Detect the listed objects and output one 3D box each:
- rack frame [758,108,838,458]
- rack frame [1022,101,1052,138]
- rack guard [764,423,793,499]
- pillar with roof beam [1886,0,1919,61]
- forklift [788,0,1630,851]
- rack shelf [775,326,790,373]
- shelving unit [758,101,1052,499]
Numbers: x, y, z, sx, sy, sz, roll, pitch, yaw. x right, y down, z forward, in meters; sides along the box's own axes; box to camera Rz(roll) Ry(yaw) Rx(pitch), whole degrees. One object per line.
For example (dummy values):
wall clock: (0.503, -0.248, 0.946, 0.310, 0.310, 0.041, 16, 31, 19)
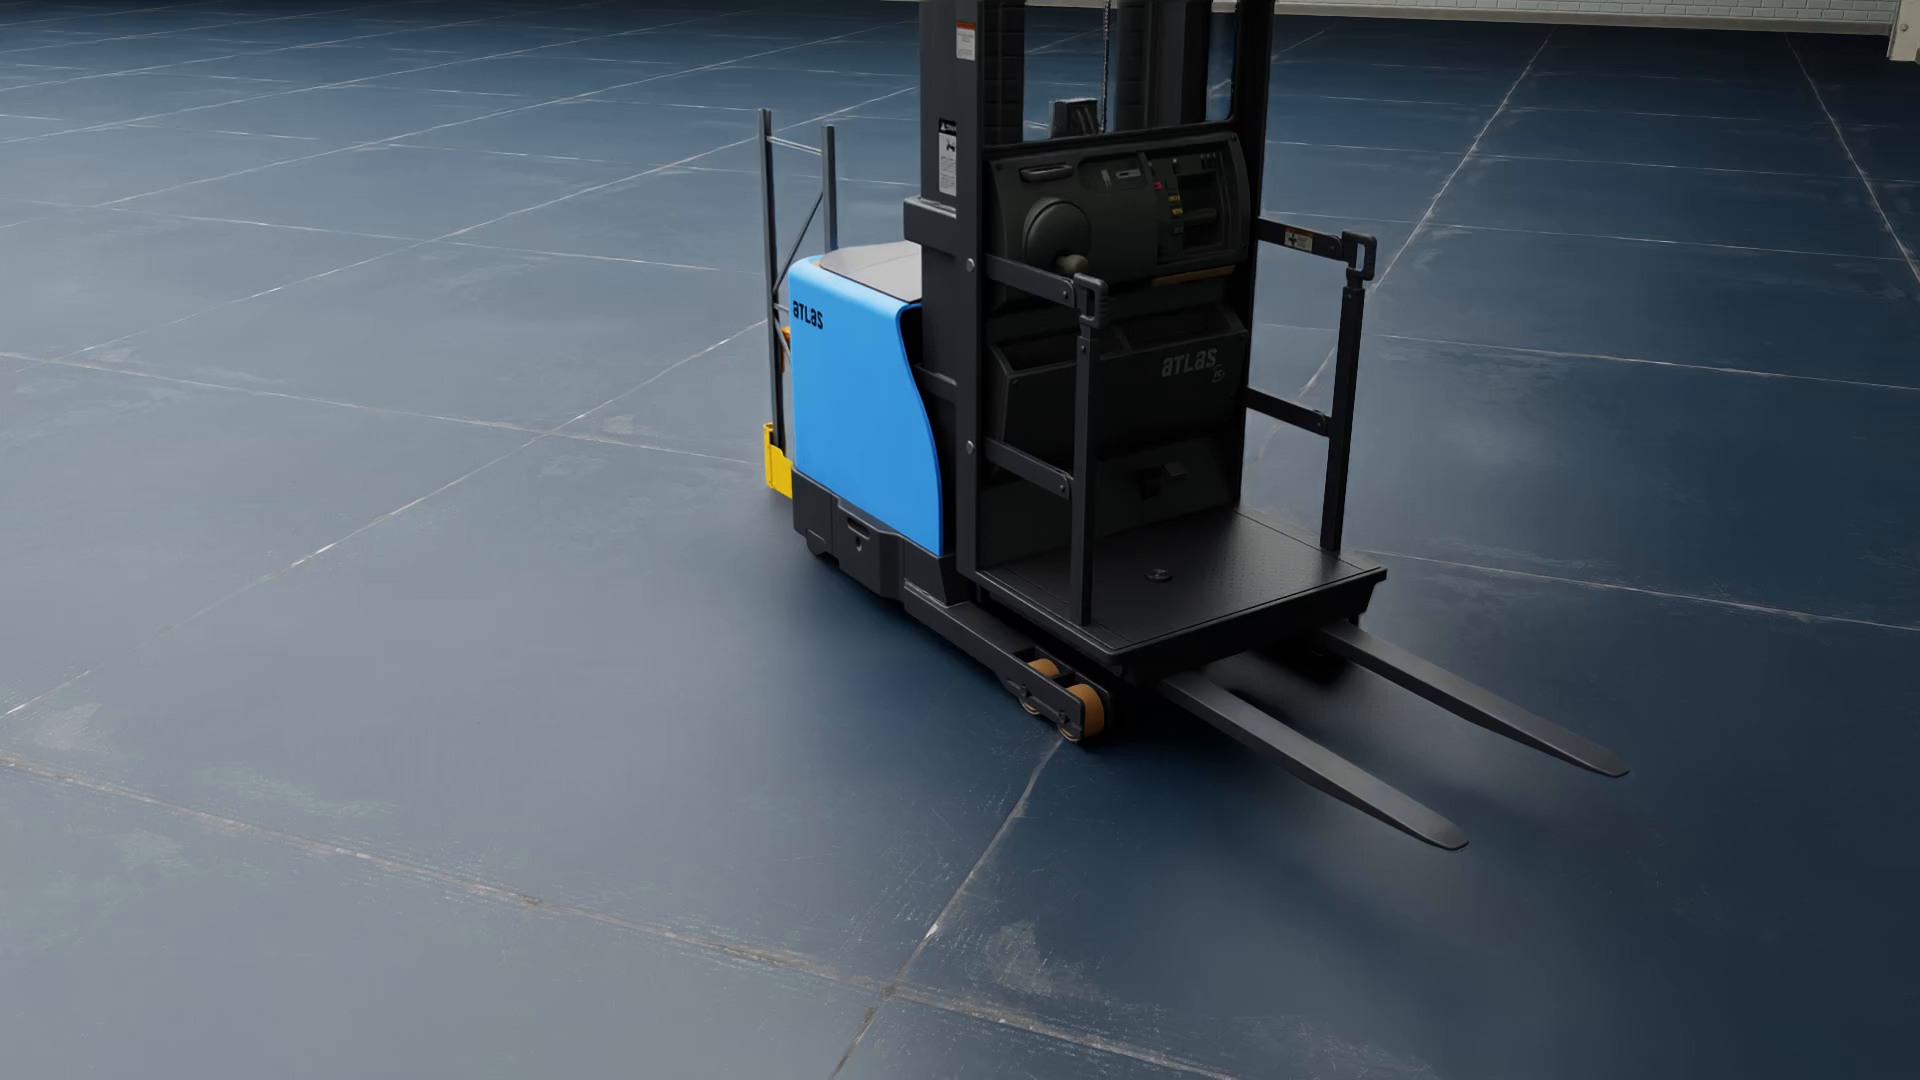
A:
rack frame: (-0.599, -0.842, 6.321, 0.032, 1.500, 0.500, -15, 27, -32)
rack frame: (0.231, -1.069, 6.862, 0.032, 1.500, 0.500, -15, 27, -32)
rack guard: (-0.598, -0.266, 6.562, 0.087, 0.250, 0.587, -15, 27, -32)
pillar with roof beam: (7.529, -10.655, 20.084, 9.100, 9.000, 0.400, 9, 24, 20)
forklift: (0.609, -0.974, 4.779, 1.130, 2.935, 3.031, -14, 27, -30)
rack shelf: (-0.184, -0.790, 6.661, 1.000, 0.185, 0.538, -15, 27, -32)
shelving unit: (-0.191, -0.953, 6.587, 1.083, 1.500, 0.587, -15, 27, -32)
